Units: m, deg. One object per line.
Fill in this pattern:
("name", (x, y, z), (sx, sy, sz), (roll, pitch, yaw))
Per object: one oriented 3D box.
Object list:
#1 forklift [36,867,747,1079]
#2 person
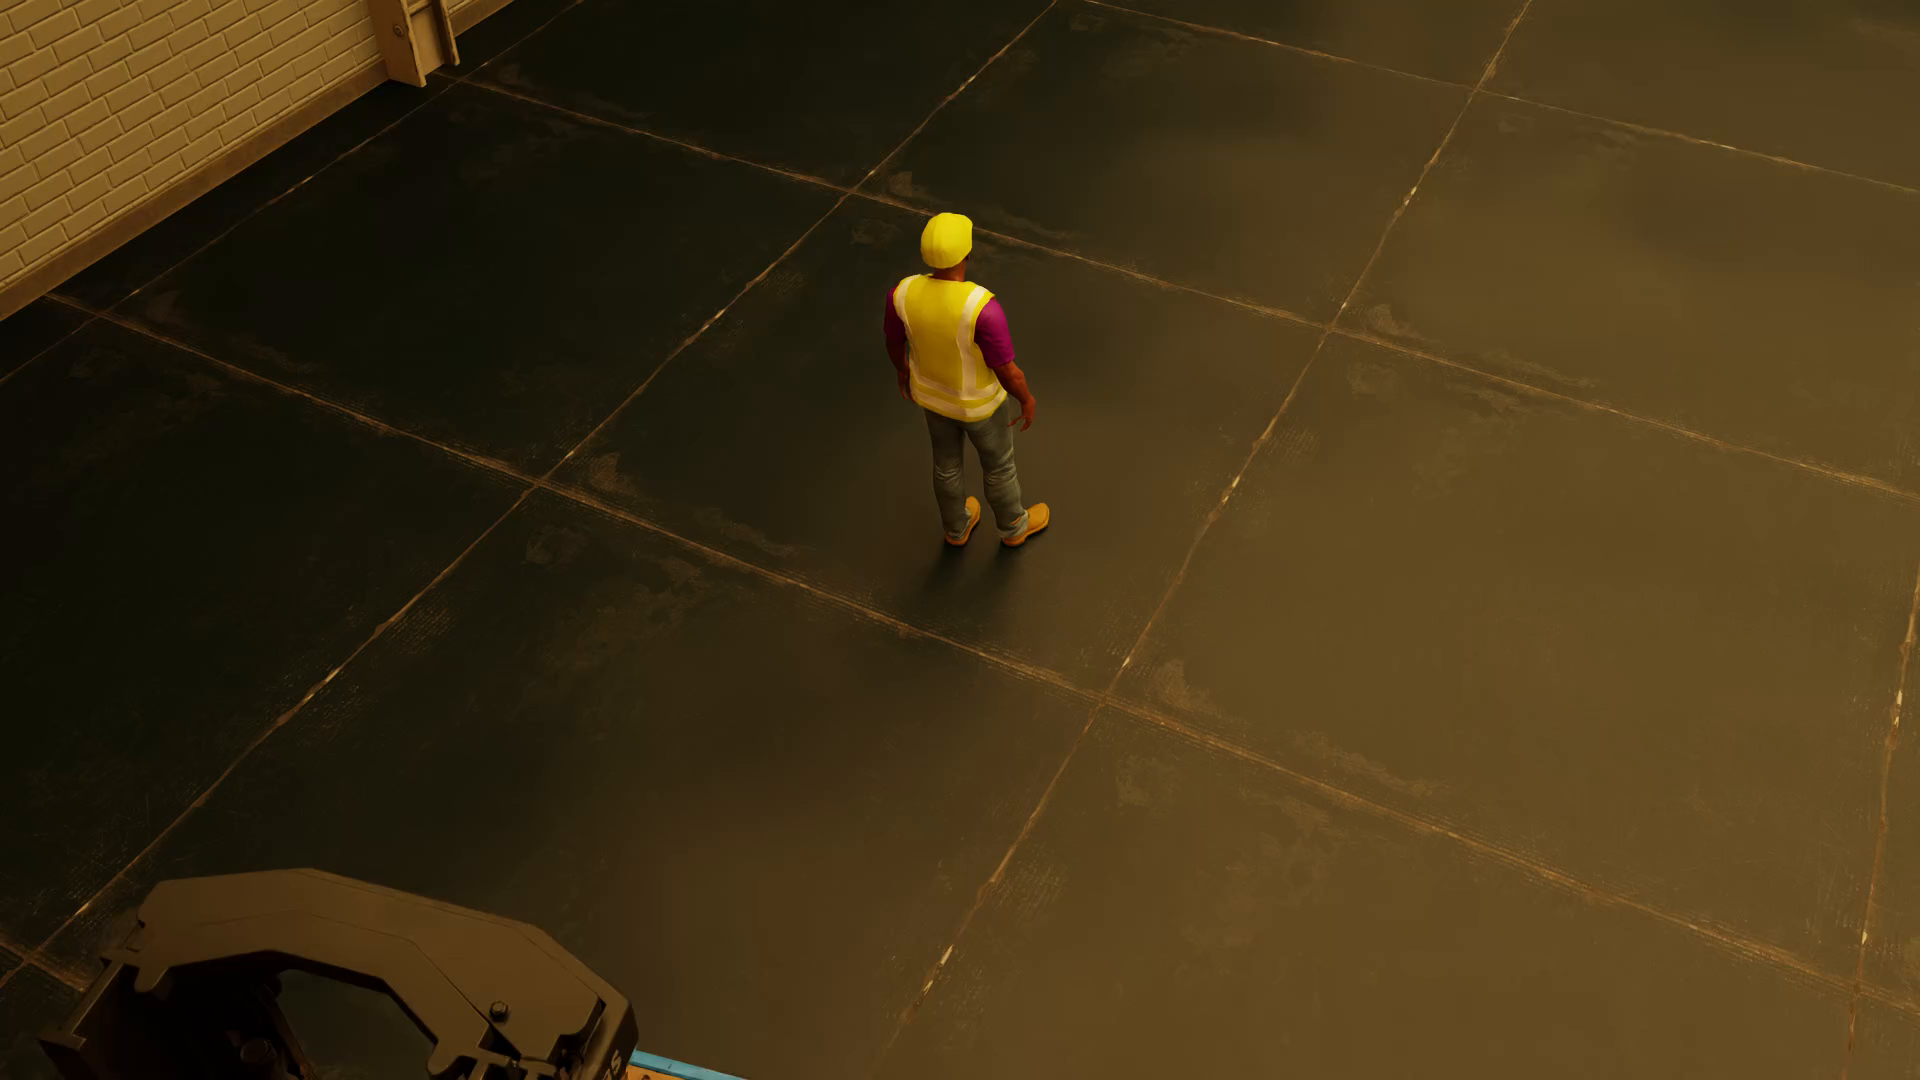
("forklift", (-1.211, 2.155, 3.367), (1.130, 2.935, 3.031), (11, 44, 11))
("person", (0.038, -0.688, 7.223), (0.665, 1.765, 0.577), (20, 47, 20))
